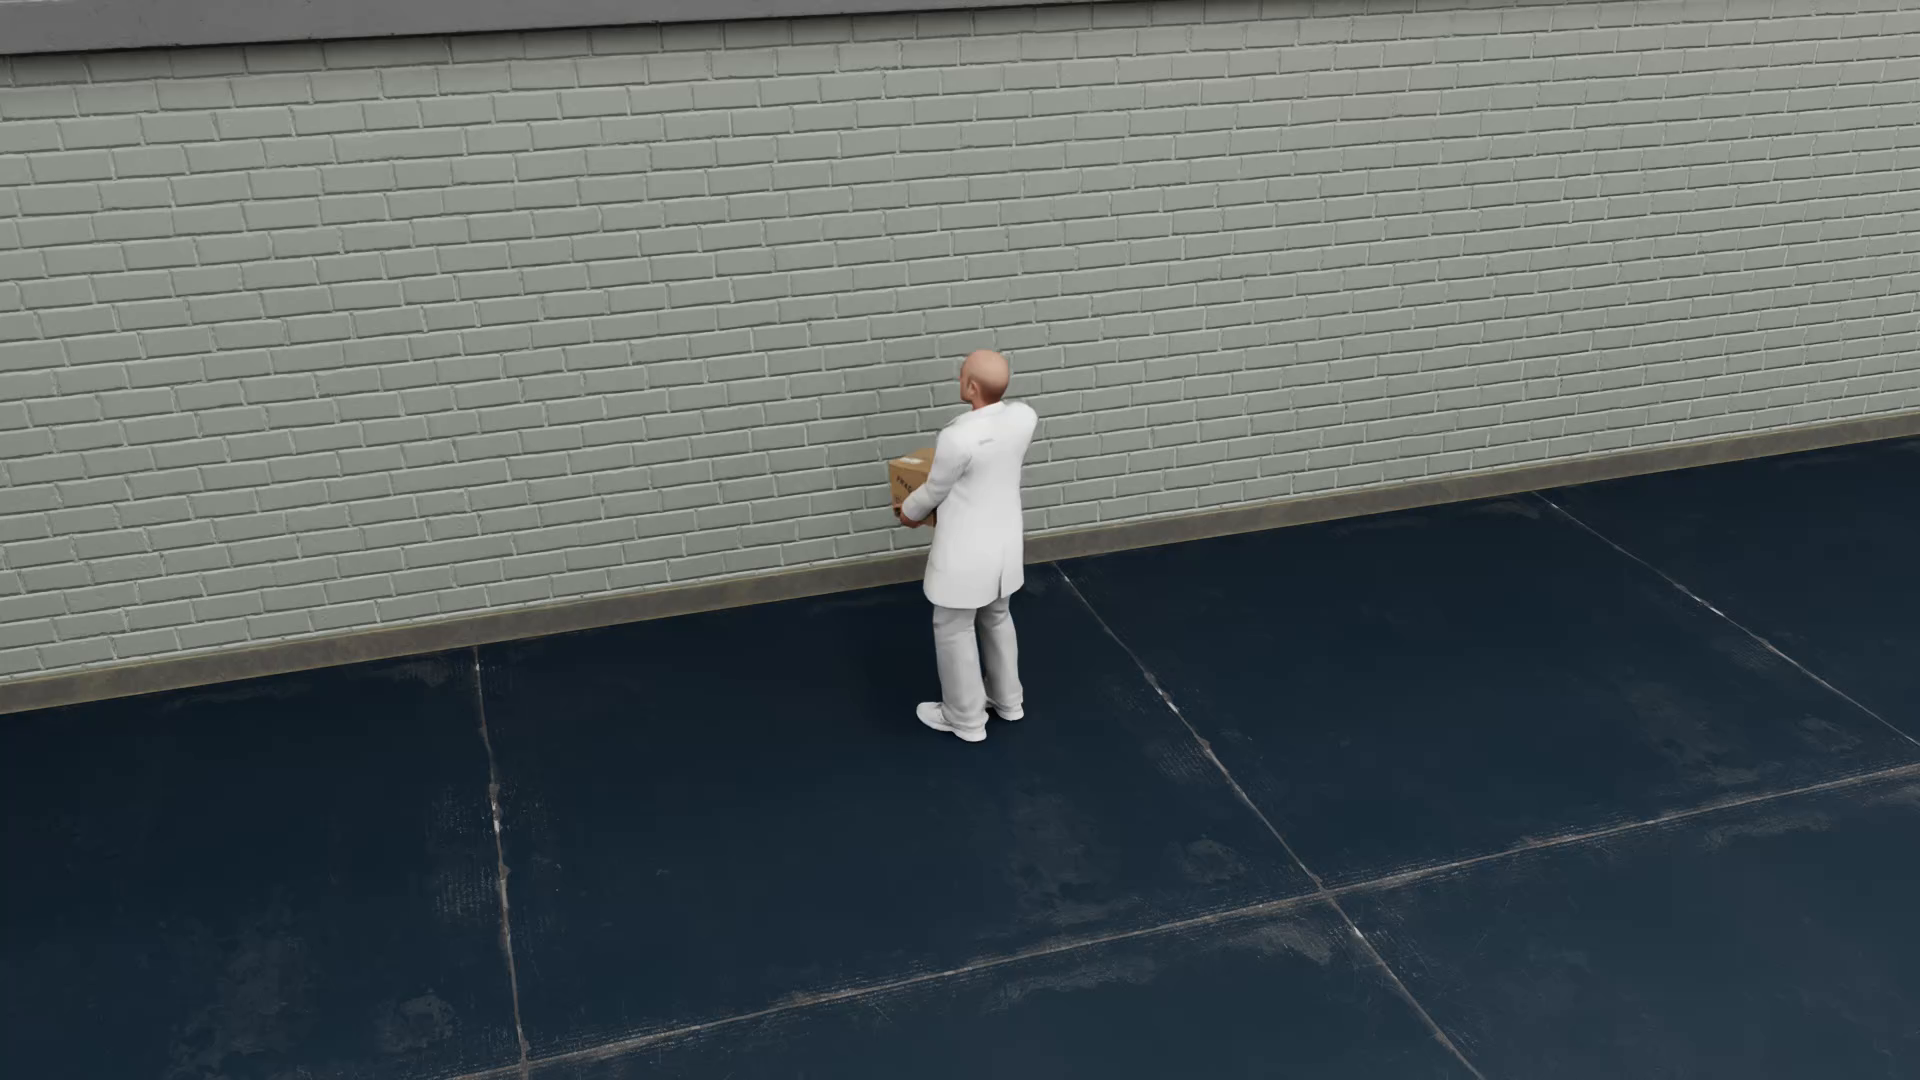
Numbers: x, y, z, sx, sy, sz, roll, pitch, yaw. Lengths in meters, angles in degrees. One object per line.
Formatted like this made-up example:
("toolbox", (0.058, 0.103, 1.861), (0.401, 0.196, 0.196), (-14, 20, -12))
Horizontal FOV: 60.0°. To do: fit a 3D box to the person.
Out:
("person", (-0.003, -0.017, 7.170), (0.556, 1.775, 0.527), (23, 34, 39))
